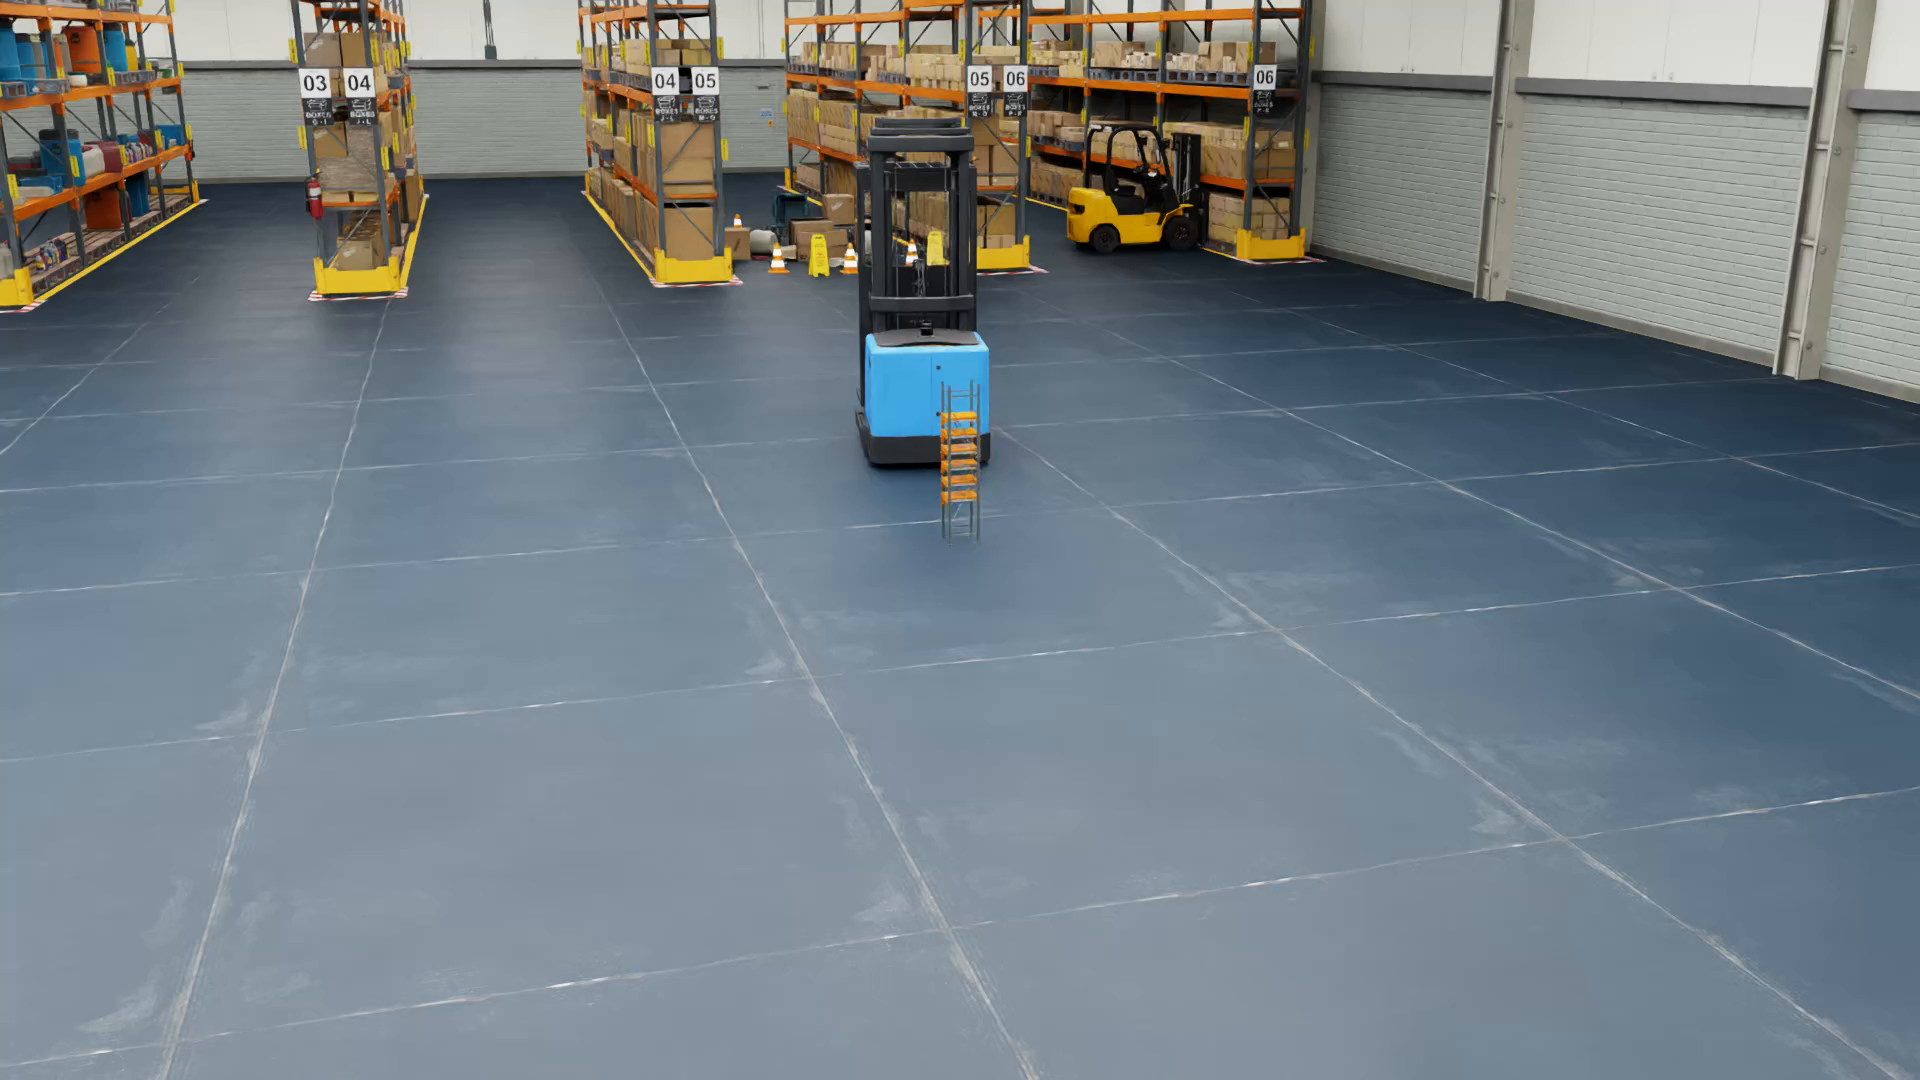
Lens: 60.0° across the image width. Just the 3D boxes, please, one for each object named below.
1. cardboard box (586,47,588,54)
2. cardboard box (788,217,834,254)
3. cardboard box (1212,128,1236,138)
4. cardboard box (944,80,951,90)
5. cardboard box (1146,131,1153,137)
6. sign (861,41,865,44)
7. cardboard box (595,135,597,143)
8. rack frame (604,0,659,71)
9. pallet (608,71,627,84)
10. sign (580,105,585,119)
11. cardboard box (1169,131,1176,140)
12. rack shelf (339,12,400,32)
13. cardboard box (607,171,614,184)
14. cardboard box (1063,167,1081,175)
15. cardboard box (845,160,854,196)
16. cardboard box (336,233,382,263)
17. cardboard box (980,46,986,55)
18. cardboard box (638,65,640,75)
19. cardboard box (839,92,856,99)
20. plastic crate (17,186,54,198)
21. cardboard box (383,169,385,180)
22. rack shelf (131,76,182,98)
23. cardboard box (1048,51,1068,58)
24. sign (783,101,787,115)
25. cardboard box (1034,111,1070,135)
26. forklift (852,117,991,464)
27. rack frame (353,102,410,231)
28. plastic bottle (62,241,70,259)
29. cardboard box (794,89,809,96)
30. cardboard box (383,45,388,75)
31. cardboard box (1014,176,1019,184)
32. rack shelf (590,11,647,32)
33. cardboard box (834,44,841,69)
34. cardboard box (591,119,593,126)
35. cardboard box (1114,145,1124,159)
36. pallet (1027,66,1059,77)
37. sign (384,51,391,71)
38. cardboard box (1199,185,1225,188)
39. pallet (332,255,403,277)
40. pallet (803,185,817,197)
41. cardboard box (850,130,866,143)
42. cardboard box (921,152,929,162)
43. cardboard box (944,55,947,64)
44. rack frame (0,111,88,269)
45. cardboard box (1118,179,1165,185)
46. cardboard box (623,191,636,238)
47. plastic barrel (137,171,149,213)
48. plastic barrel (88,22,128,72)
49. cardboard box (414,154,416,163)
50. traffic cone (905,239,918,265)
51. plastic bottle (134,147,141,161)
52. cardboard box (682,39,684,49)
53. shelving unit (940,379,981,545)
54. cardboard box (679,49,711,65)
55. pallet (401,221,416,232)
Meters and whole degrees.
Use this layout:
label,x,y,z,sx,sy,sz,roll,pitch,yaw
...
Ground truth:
label,x,y,z,sx,sy,sz,roll,pitch,yaw
cardboard box,-8.274,-11.110,37.707,0.380,0.149,0.250,-5,17,-16
cardboard box,-2.608,-5.338,29.114,0.797,0.637,0.503,-5,17,-15
cardboard box,4.674,-7.176,29.310,0.380,0.149,0.250,-4,17,-14
cardboard box,-0.053,-7.601,27.766,0.380,0.149,0.250,-5,17,-16
cardboard box,3.850,-7.931,32.339,0.380,0.149,0.250,-5,17,-16
sign,-2.205,-11.125,37.615,0.100,0.325,0.005,-5,17,-15
cardboard box,-7.505,-8.475,35.160,0.380,0.149,0.250,-5,18,-18
rack frame,-6.356,-10.592,32.072,1.000,3.000,0.127,-5,17,-15
pallet,-6.128,-8.891,31.952,1.213,0.211,1.003,-4,17,-13
sign,-9.077,-10.303,40.034,0.100,0.325,0.005,-5,17,-15
cardboard box,4.153,-7.603,31.249,0.380,0.149,0.250,-4,17,-14
rack shelf,-11.703,-10.245,32.862,1.077,0.370,4.000,-5,17,-15
cardboard box,-7.070,-7.531,34.621,0.500,0.250,0.500,-4,17,-14
cardboard box,2.535,-8.258,37.217,0.380,0.149,0.250,-5,17,-16
cardboard box,-1.976,-7.766,36.056,0.875,0.875,0.875,-4,17,-15
cardboard box,-9.307,-4.483,25.776,0.500,0.500,0.500,0,17,-1
cardboard box,0.829,-12.349,42.008,0.500,0.250,0.500,-5,17,-16
cardboard box,-4.924,-7.488,26.485,0.380,0.149,0.250,-5,17,-15
cardboard box,-2.561,-10.190,38.122,0.380,0.149,0.250,-5,17,-16
plastic crate,-14.126,-5.301,25.345,0.530,0.136,0.437,-5,17,-15
cardboard box,-9.554,-5.896,26.176,0.875,0.500,0.500,-5,17,-15
rack shelf,-17.564,-9.715,35.616,1.077,0.370,4.000,-5,17,-15
cardboard box,2.188,-10.807,37.018,0.380,0.149,0.250,-5,17,-15
sign,-4.358,-10.761,41.421,0.100,0.325,0.005,-5,17,-15
cardboard box,2.108,-9.592,38.268,0.700,0.500,0.500,-5,17,-15
forklift,-0.418,-2.441,15.484,1.130,2.935,3.031,-2,17,-6
rack frame,-11.153,-7.355,31.723,1.000,3.000,0.127,-5,17,-15
plastic bottle,-14.367,-4.660,26.707,0.061,0.283,0.133,-4,17,-12
cardboard box,-3.800,-10.849,40.317,0.380,0.149,0.250,-5,18,-17
cardboard box,-10.348,-8.334,28.859,0.797,0.503,0.637,-4,17,-13
cardboard box,1.514,-8.759,40.421,0.396,0.266,0.258,-4,17,-13
rack shelf,-6.906,-10.609,34.075,1.077,0.370,4.000,-5,17,-15
cardboard box,-2.388,-10.288,35.371,0.500,0.500,0.500,-5,17,-15
cardboard box,-7.790,-9.046,36.025,0.380,0.149,0.250,-4,17,-12
cardboard box,3.456,-7.893,33.774,0.500,0.250,0.500,-4,17,-13
pallet,2.159,-10.799,38.301,1.213,0.211,1.003,-5,17,-15
sign,-9.534,-7.978,27.683,0.100,0.325,0.005,-5,17,-15
cardboard box,4.721,-6.529,31.284,0.500,0.250,0.500,-5,17,-16
pallet,-9.496,-4.392,26.706,1.003,0.211,1.213,-5,17,-15
pallet,-3.197,-8.464,40.262,1.003,0.211,1.213,-5,17,-15
cardboard box,-2.002,-8.420,34.660,0.500,0.250,0.500,-5,17,-15
cardboard box,-0.387,-6.801,29.190,0.500,0.500,0.500,-5,17,-16
cardboard box,-0.052,-8.054,27.888,0.380,0.149,0.250,-5,17,-17
rack frame,-14.816,-5.857,26.736,1.000,3.000,0.127,-5,17,-15
cardboard box,3.678,-7.056,34.124,0.875,0.625,0.625,-5,18,-18
cardboard box,-5.514,-5.901,30.063,1.050,0.750,0.750,-5,17,-16
plastic barrel,-16.881,-7.114,33.838,0.600,0.901,0.708,-5,17,-15
plastic barrel,-16.398,-9.487,32.007,0.600,0.901,0.708,-5,17,-15
cardboard box,-12.849,-8.329,37.928,0.875,0.875,0.875,-5,17,-15
traffic cone,-0.785,-4.727,27.385,0.336,0.463,0.334,-5,17,-15
plastic bottle,-16.320,-7.649,32.918,0.152,0.276,0.135,-5,17,-15
cardboard box,-4.151,-7.781,26.074,0.380,0.149,0.250,-5,17,-15
shelving unit,0.004,-0.571,12.266,0.258,1.200,0.189,-5,17,-15
cardboard box,-4.044,-7.416,25.553,0.500,0.250,0.500,-5,17,-15
pallet,-11.297,-6.243,32.870,1.003,0.211,1.213,-5,17,-15
